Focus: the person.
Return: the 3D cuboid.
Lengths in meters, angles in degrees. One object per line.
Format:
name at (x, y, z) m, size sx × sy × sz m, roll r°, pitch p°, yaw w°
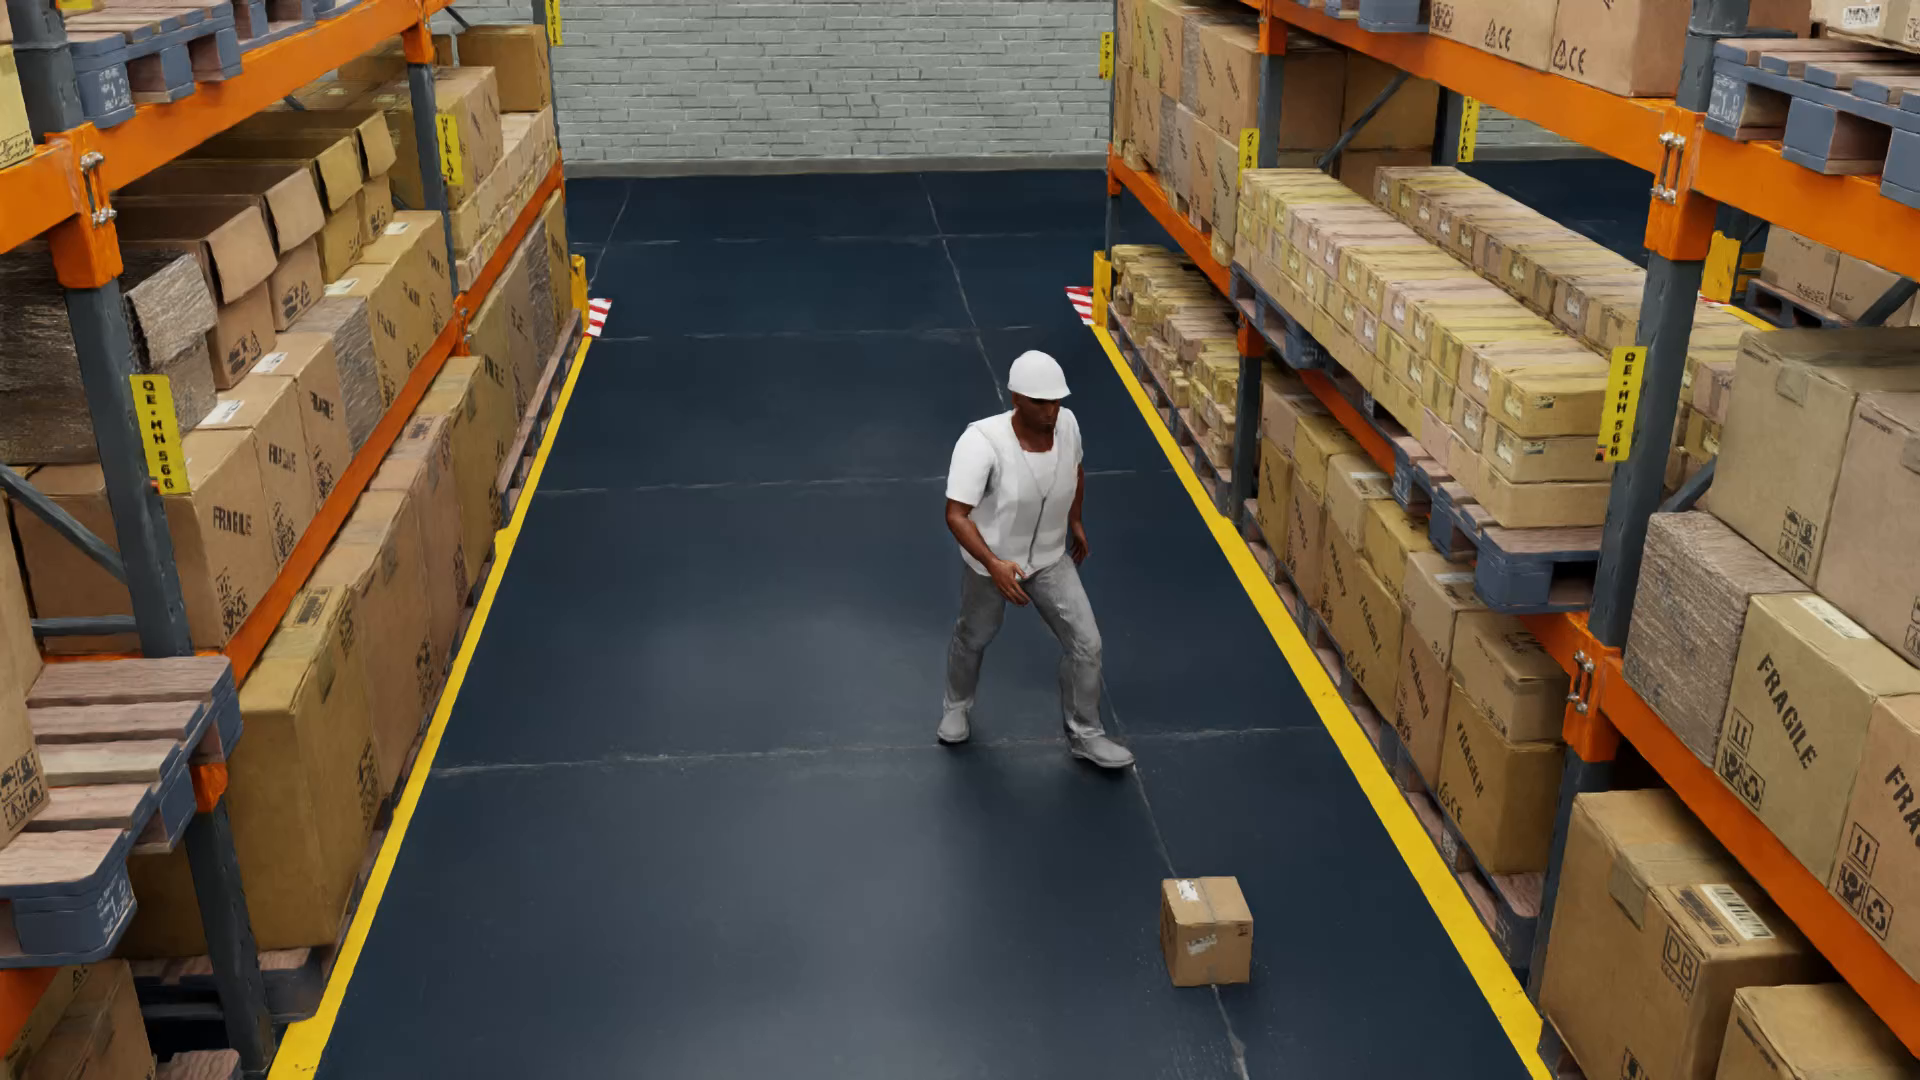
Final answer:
person at (0.236, 0.065, 6.453) m, size 0.701 × 1.706 × 0.789 m, roll -10°, pitch 25°, yaw -22°
